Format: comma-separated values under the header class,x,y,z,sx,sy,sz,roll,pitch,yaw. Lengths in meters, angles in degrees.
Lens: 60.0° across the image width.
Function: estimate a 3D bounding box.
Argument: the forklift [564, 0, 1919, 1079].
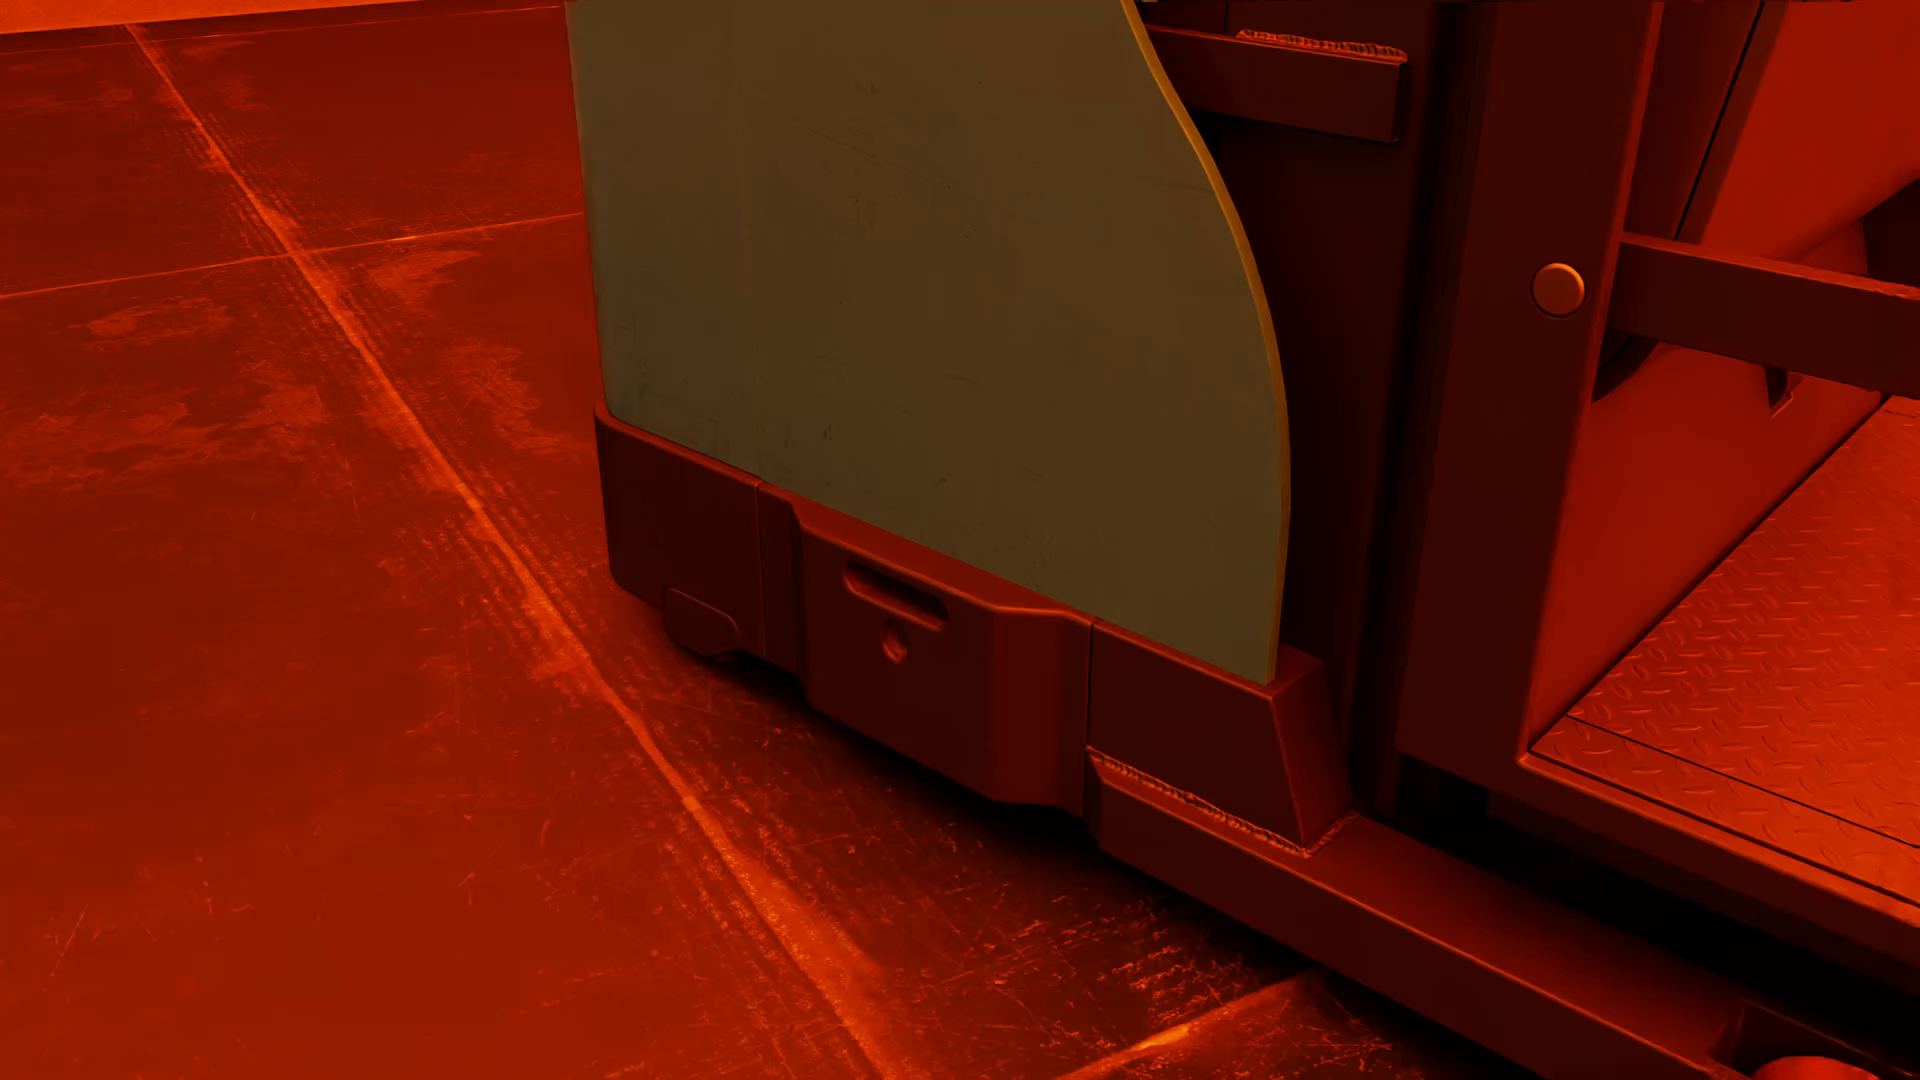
class,x,y,z,sx,sy,sz,roll,pitch,yaw
forklift,0.961,-0.930,1.094,3.031,2.935,1.130,22,34,36
